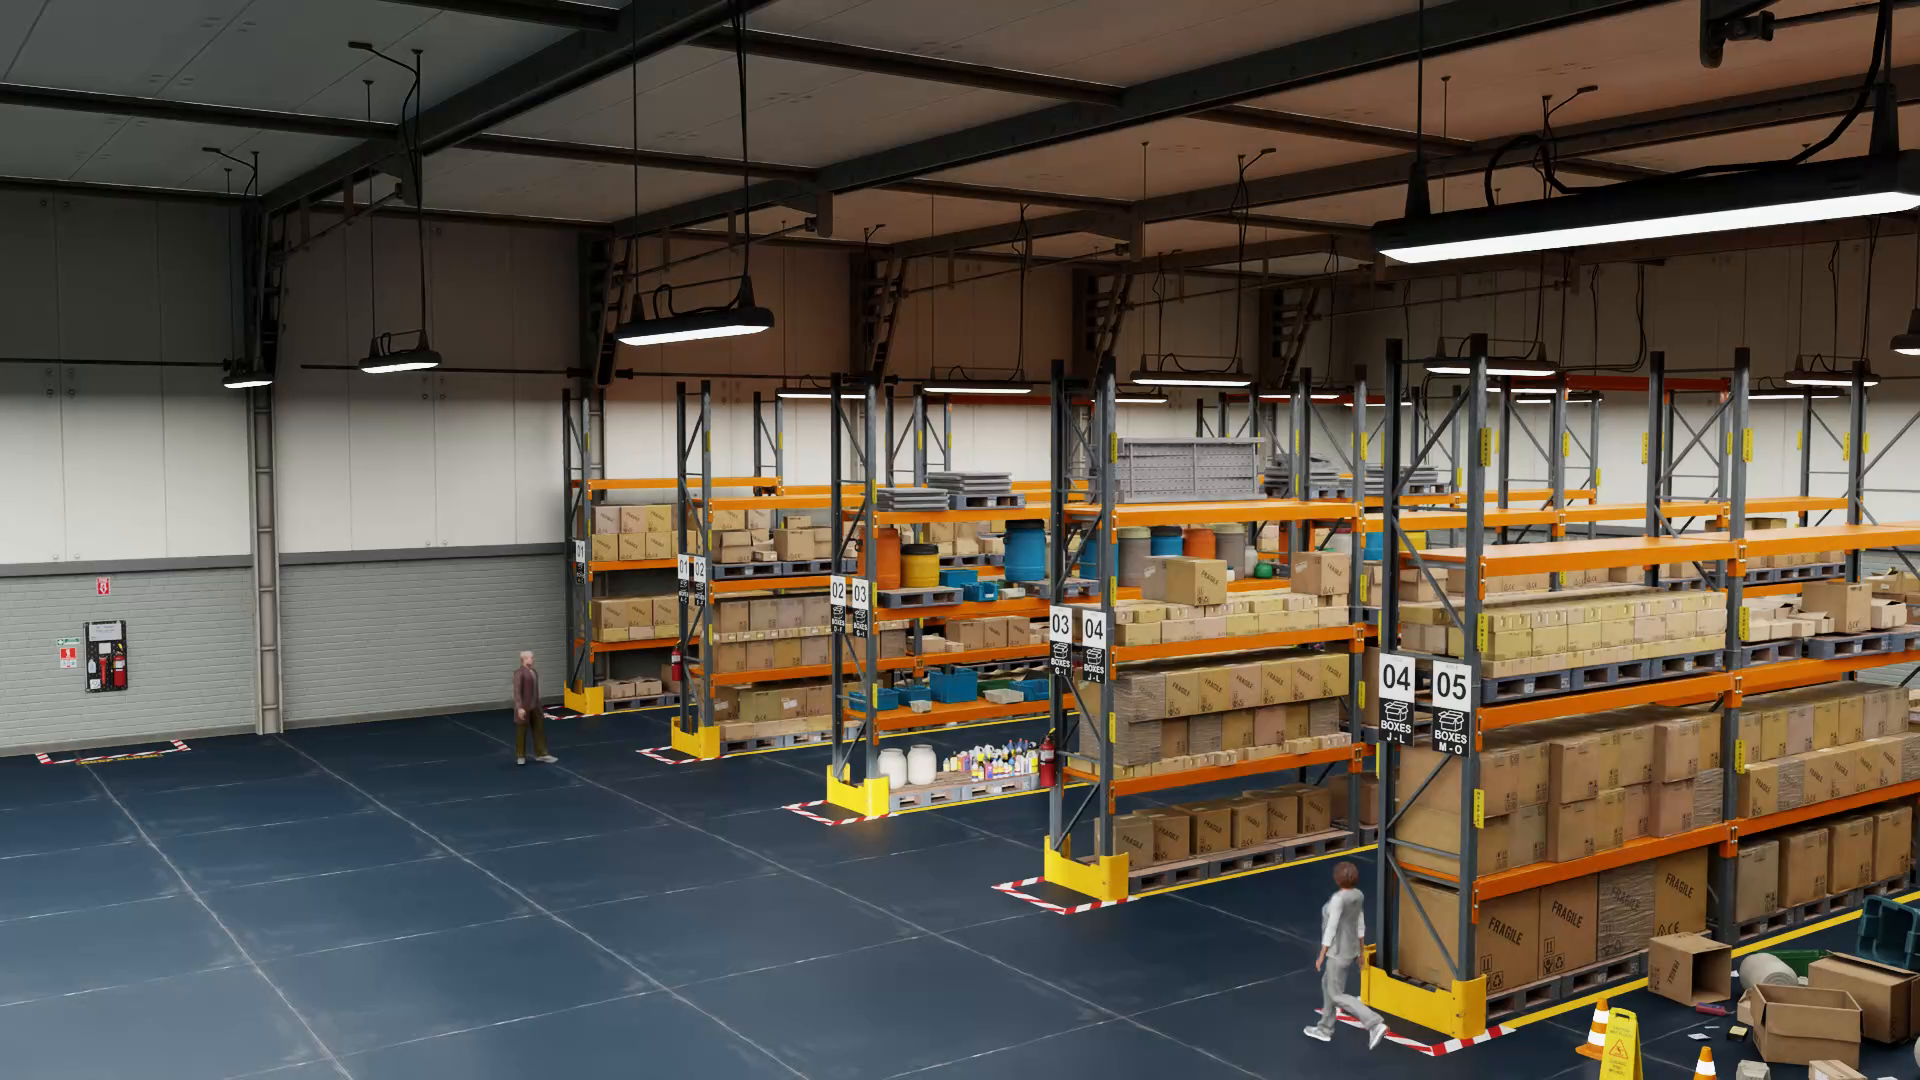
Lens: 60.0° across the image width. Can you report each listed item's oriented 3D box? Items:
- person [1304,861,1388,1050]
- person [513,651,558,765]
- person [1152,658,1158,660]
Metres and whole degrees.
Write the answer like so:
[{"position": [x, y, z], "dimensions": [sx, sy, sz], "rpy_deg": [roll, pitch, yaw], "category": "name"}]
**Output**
[{"position": [3.229, 3.475, 13.936], "dimensions": [0.784, 1.575, 0.394], "rpy_deg": [2, 4, 31], "category": "person"}, {"position": [-6.694, 2.615, 25.964], "dimensions": [0.609, 1.775, 0.660], "rpy_deg": [2, 4, 28], "category": "person"}, {"position": [3.301, 2.467, 29.146], "dimensions": [0.945, 1.812, 0.613], "rpy_deg": [-2, 4, -31], "category": "person"}]
